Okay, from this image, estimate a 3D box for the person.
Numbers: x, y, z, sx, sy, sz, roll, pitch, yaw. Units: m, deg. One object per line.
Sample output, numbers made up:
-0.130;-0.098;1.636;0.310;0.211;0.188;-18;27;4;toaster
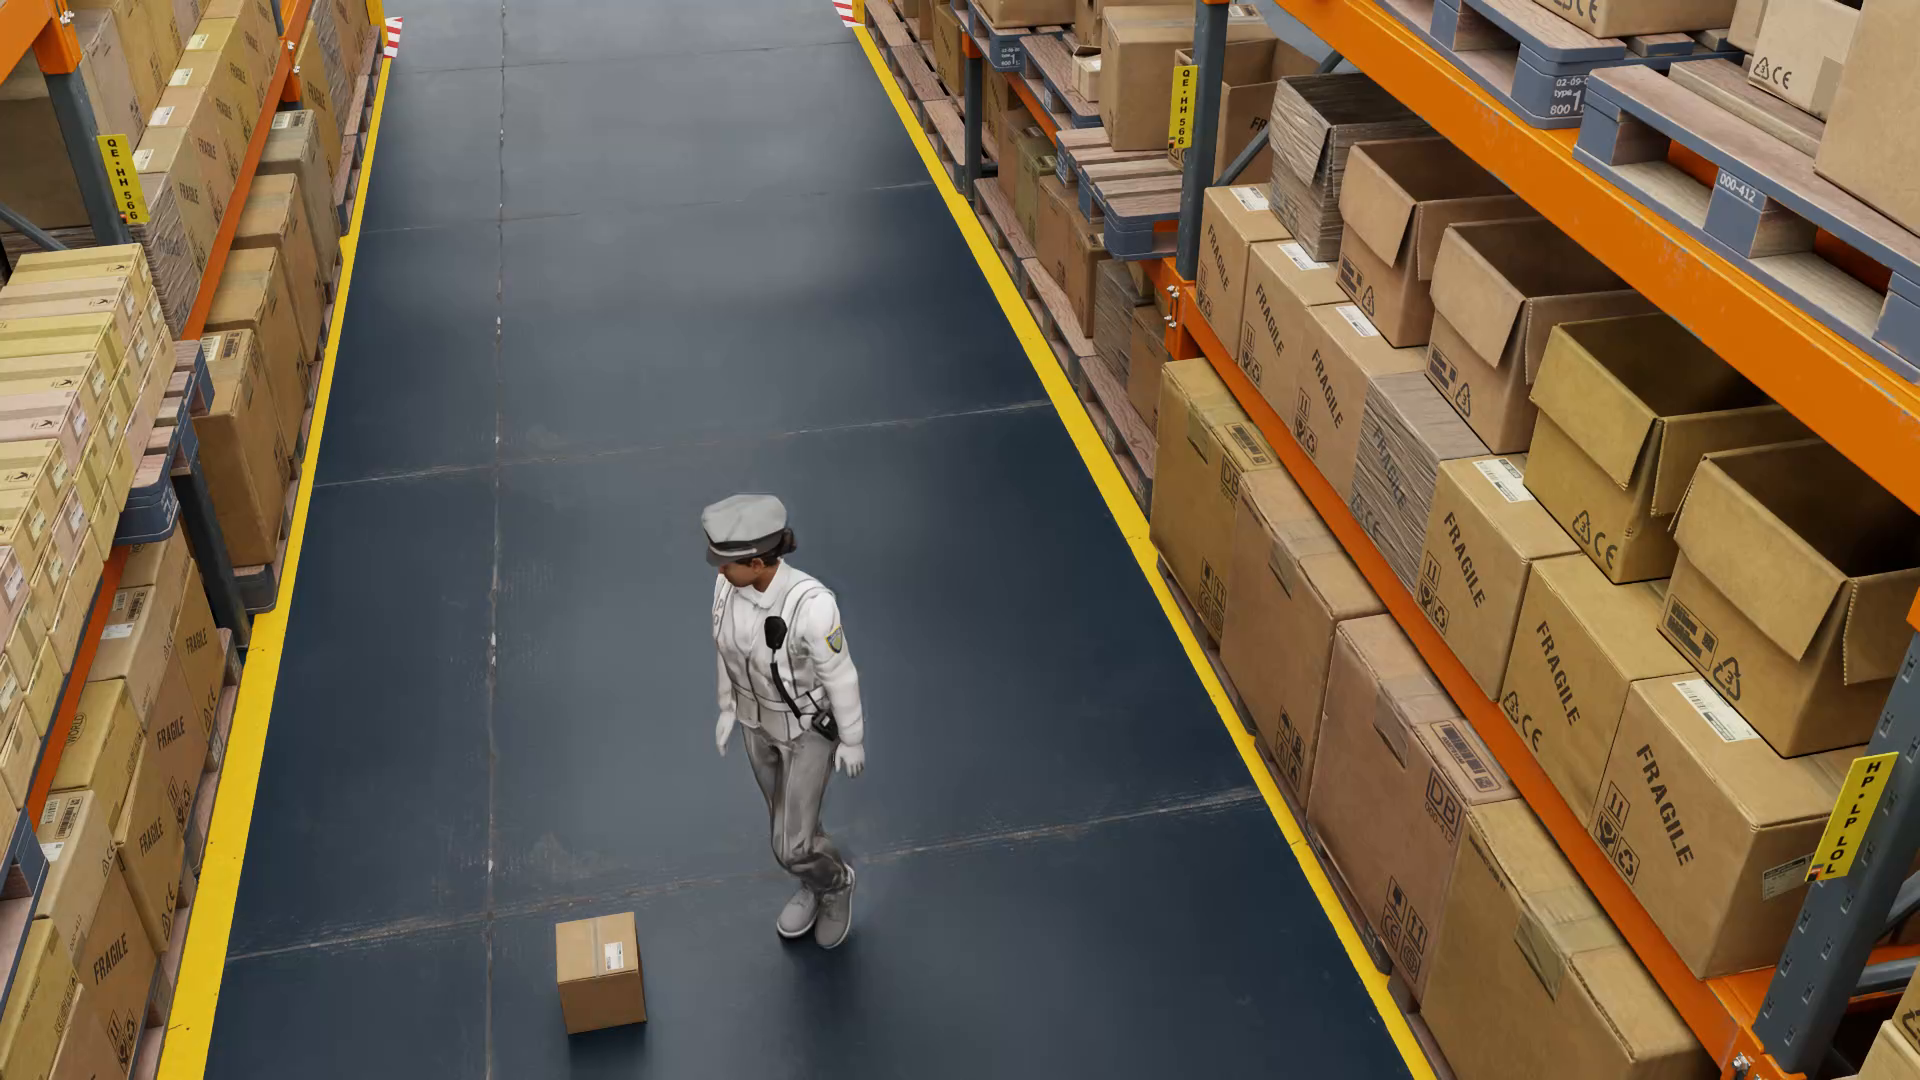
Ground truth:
-0.570;0.615;5.241;0.540;1.695;0.404;22;40;29;person
